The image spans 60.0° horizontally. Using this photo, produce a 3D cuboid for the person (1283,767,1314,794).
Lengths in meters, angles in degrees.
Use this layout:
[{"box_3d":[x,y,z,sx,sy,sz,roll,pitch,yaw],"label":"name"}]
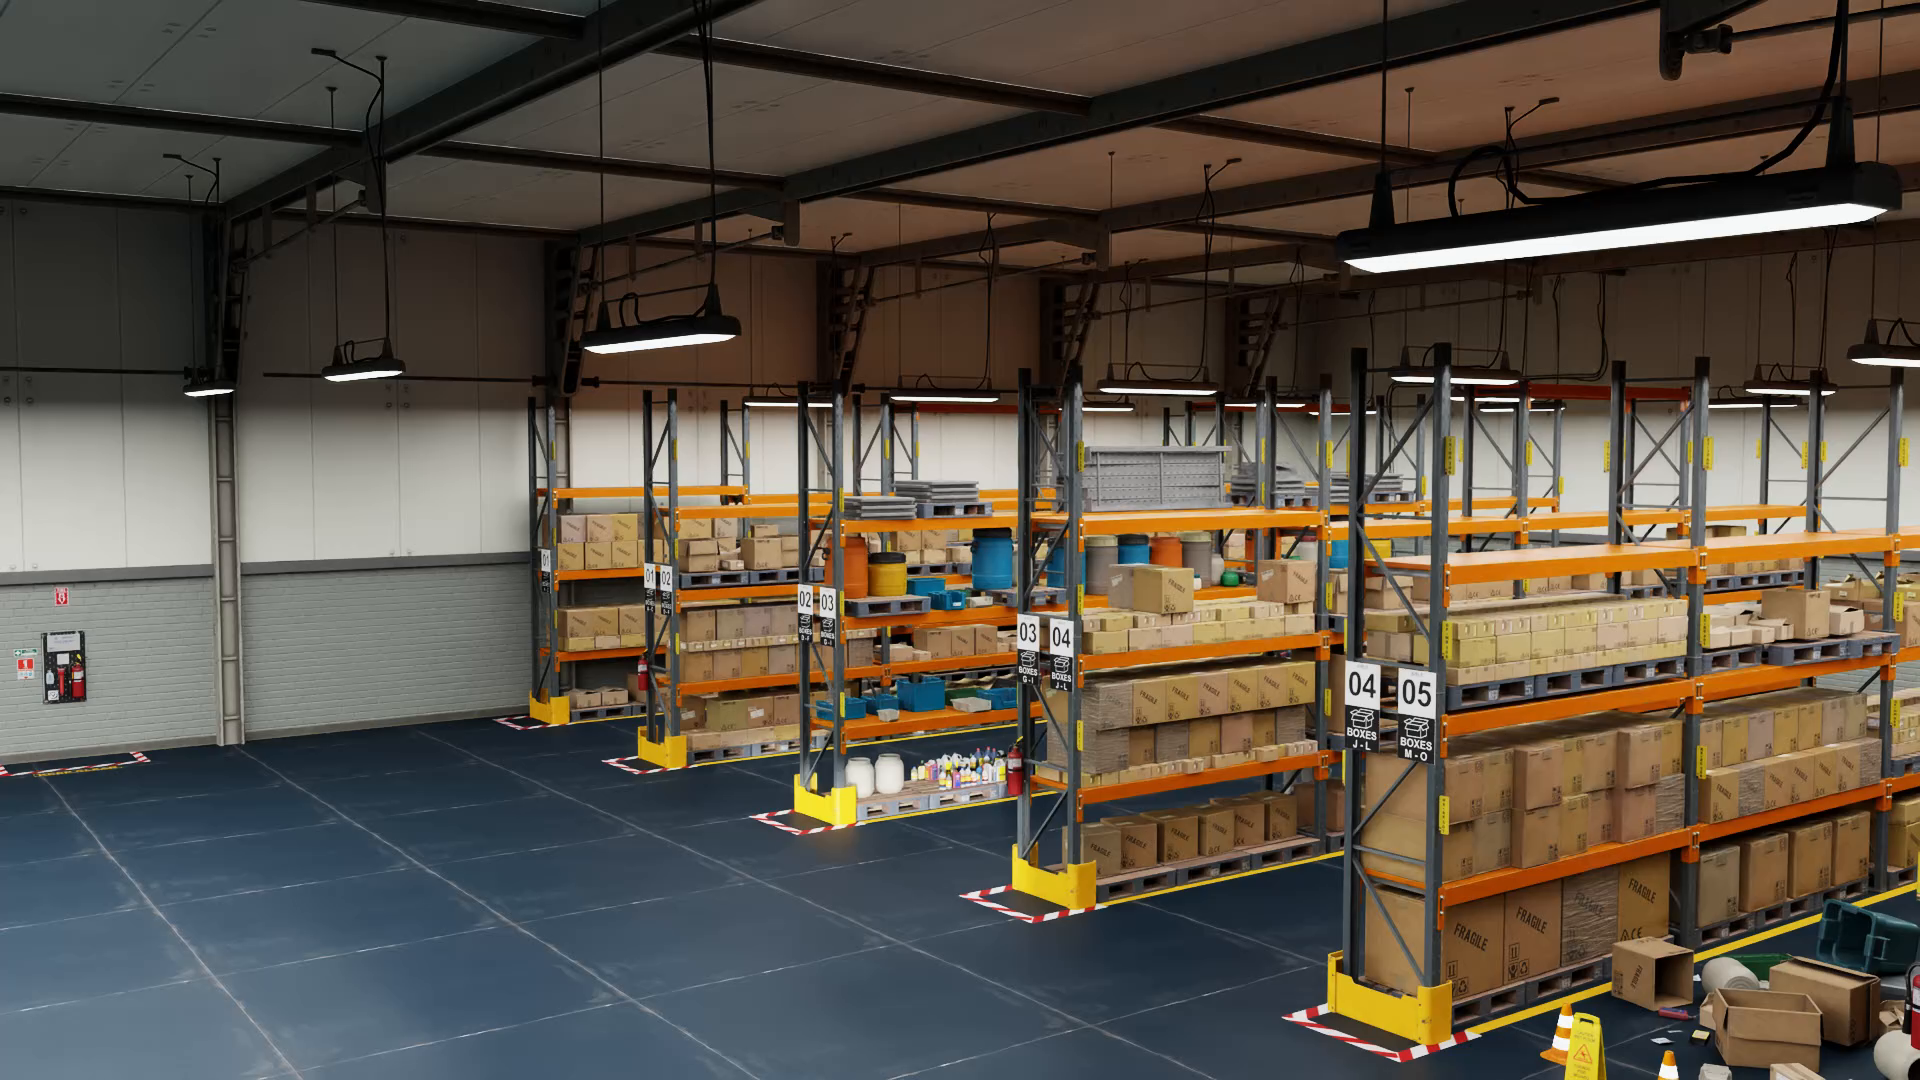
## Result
[{"box_3d":[4.951,2.908,24.348,0.536,1.727,0.492,-1,4,-16],"label":"person"}]
